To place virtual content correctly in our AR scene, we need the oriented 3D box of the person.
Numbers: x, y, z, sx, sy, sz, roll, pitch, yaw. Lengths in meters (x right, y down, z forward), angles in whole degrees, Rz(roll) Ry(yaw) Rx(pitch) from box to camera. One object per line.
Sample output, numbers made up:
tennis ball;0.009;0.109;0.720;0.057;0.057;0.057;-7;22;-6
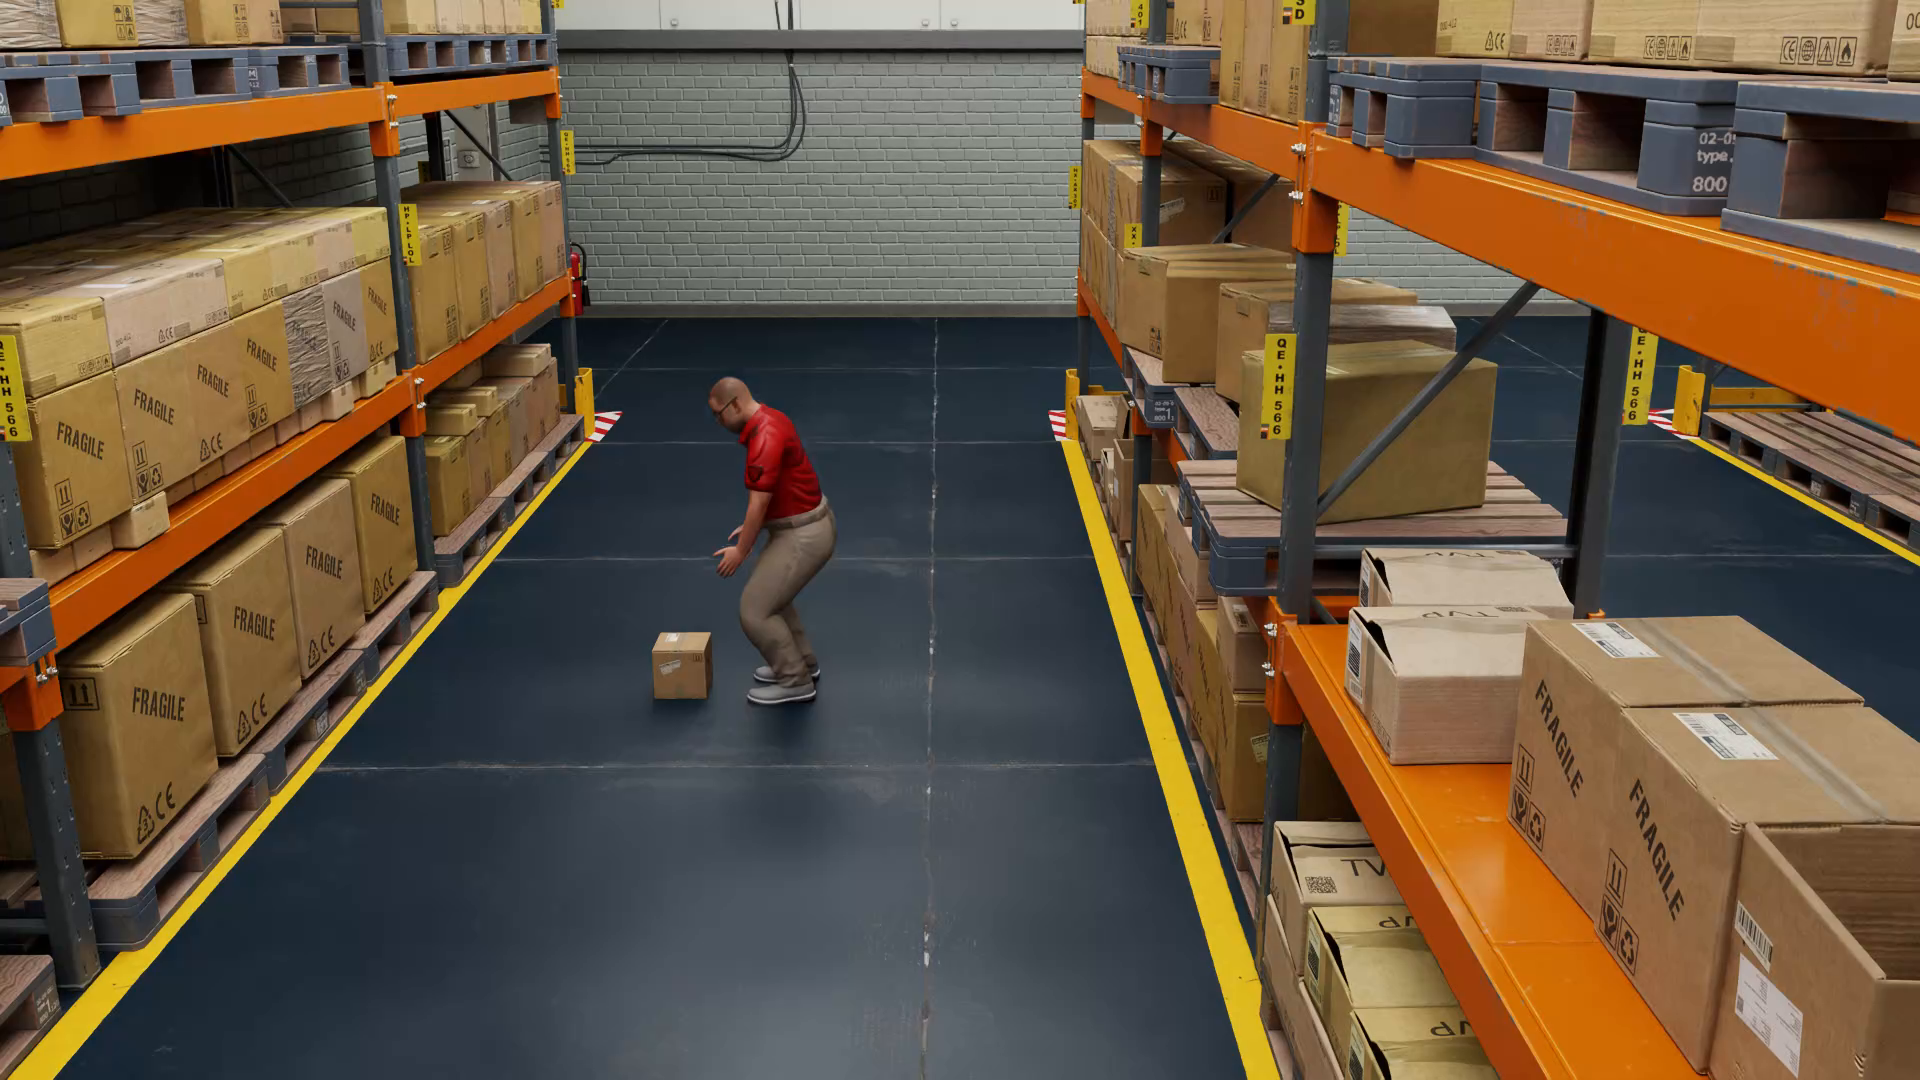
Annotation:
person;-0.873;0.000;7.882;0.574;1.560;0.581;0;17;0
